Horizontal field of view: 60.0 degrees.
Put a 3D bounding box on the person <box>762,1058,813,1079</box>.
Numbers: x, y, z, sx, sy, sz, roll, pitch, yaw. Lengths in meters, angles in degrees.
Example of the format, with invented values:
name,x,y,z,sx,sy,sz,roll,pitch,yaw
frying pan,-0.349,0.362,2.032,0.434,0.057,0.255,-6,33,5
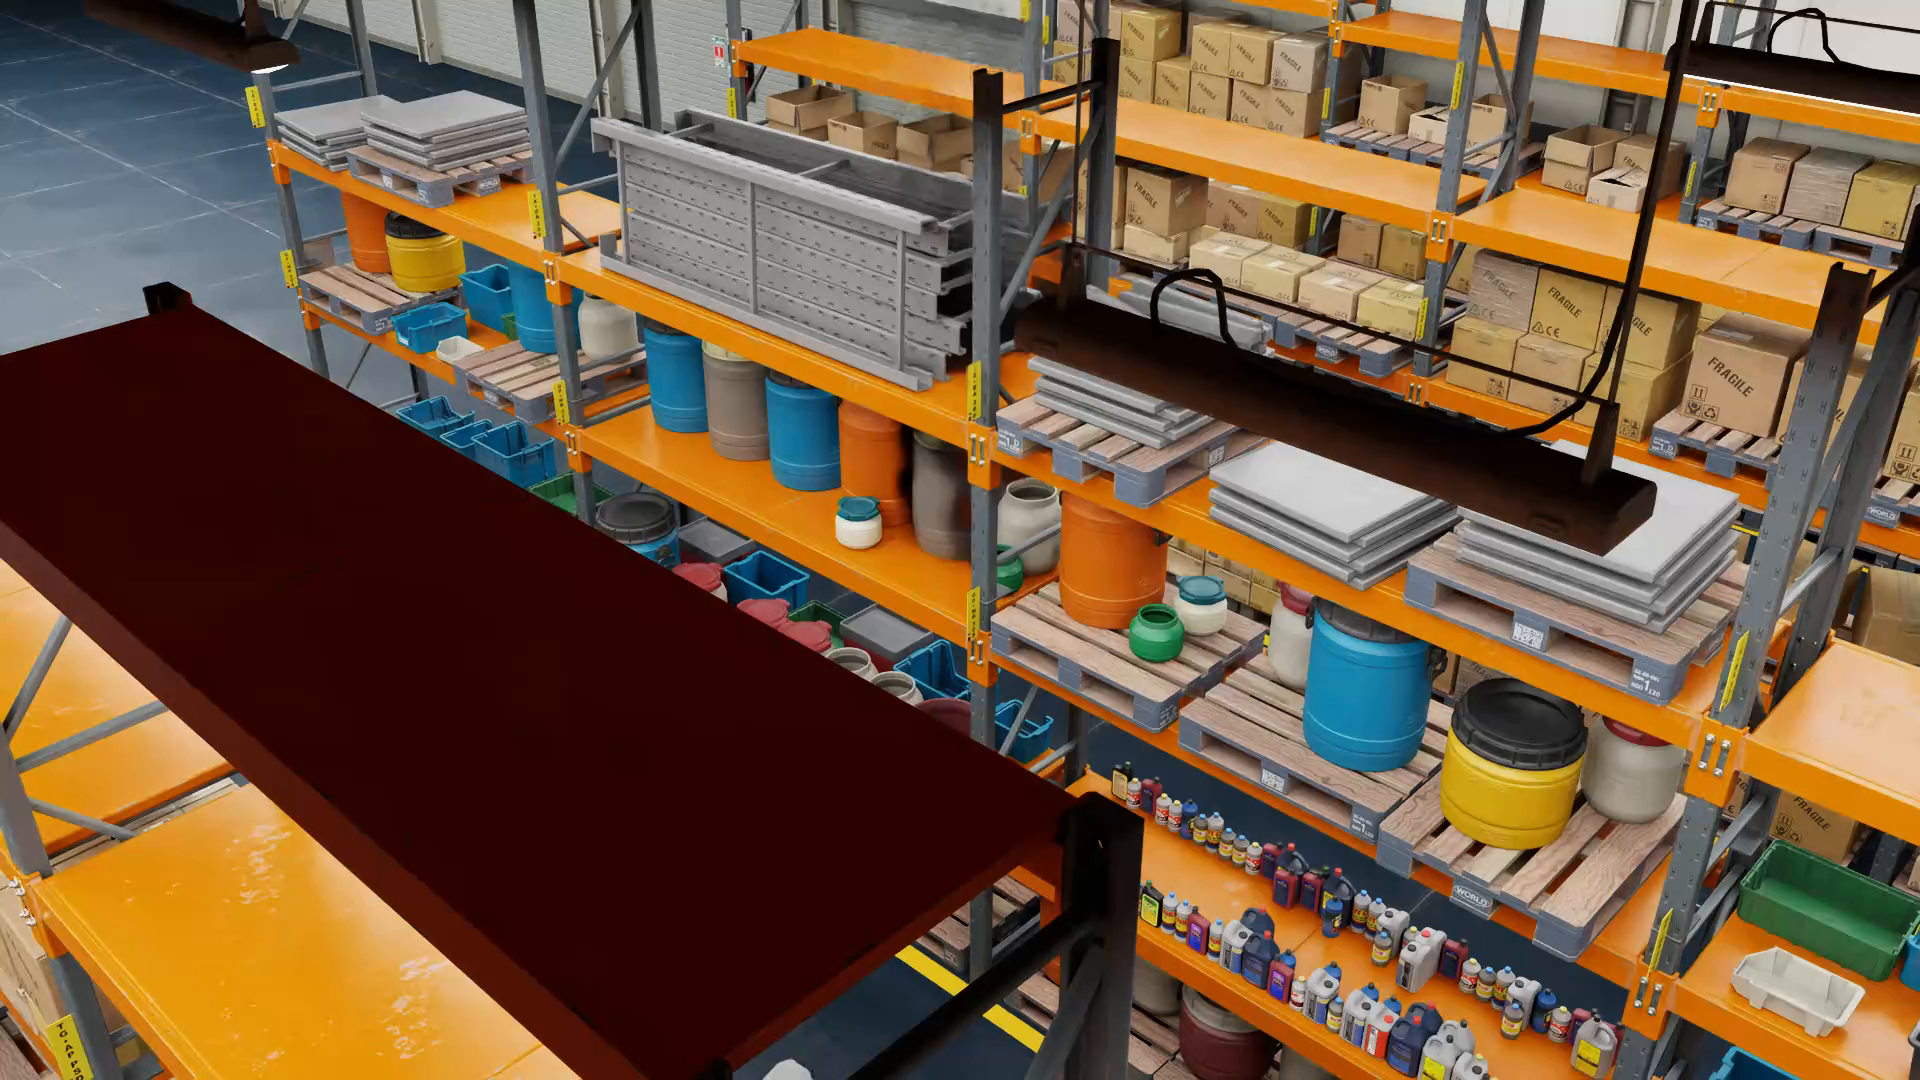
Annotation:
name,x,y,z,sx,sy,sz,roll,pitch,yaw
person,-0.798,3.311,8.342,0.752,1.707,0.559,23,37,35
